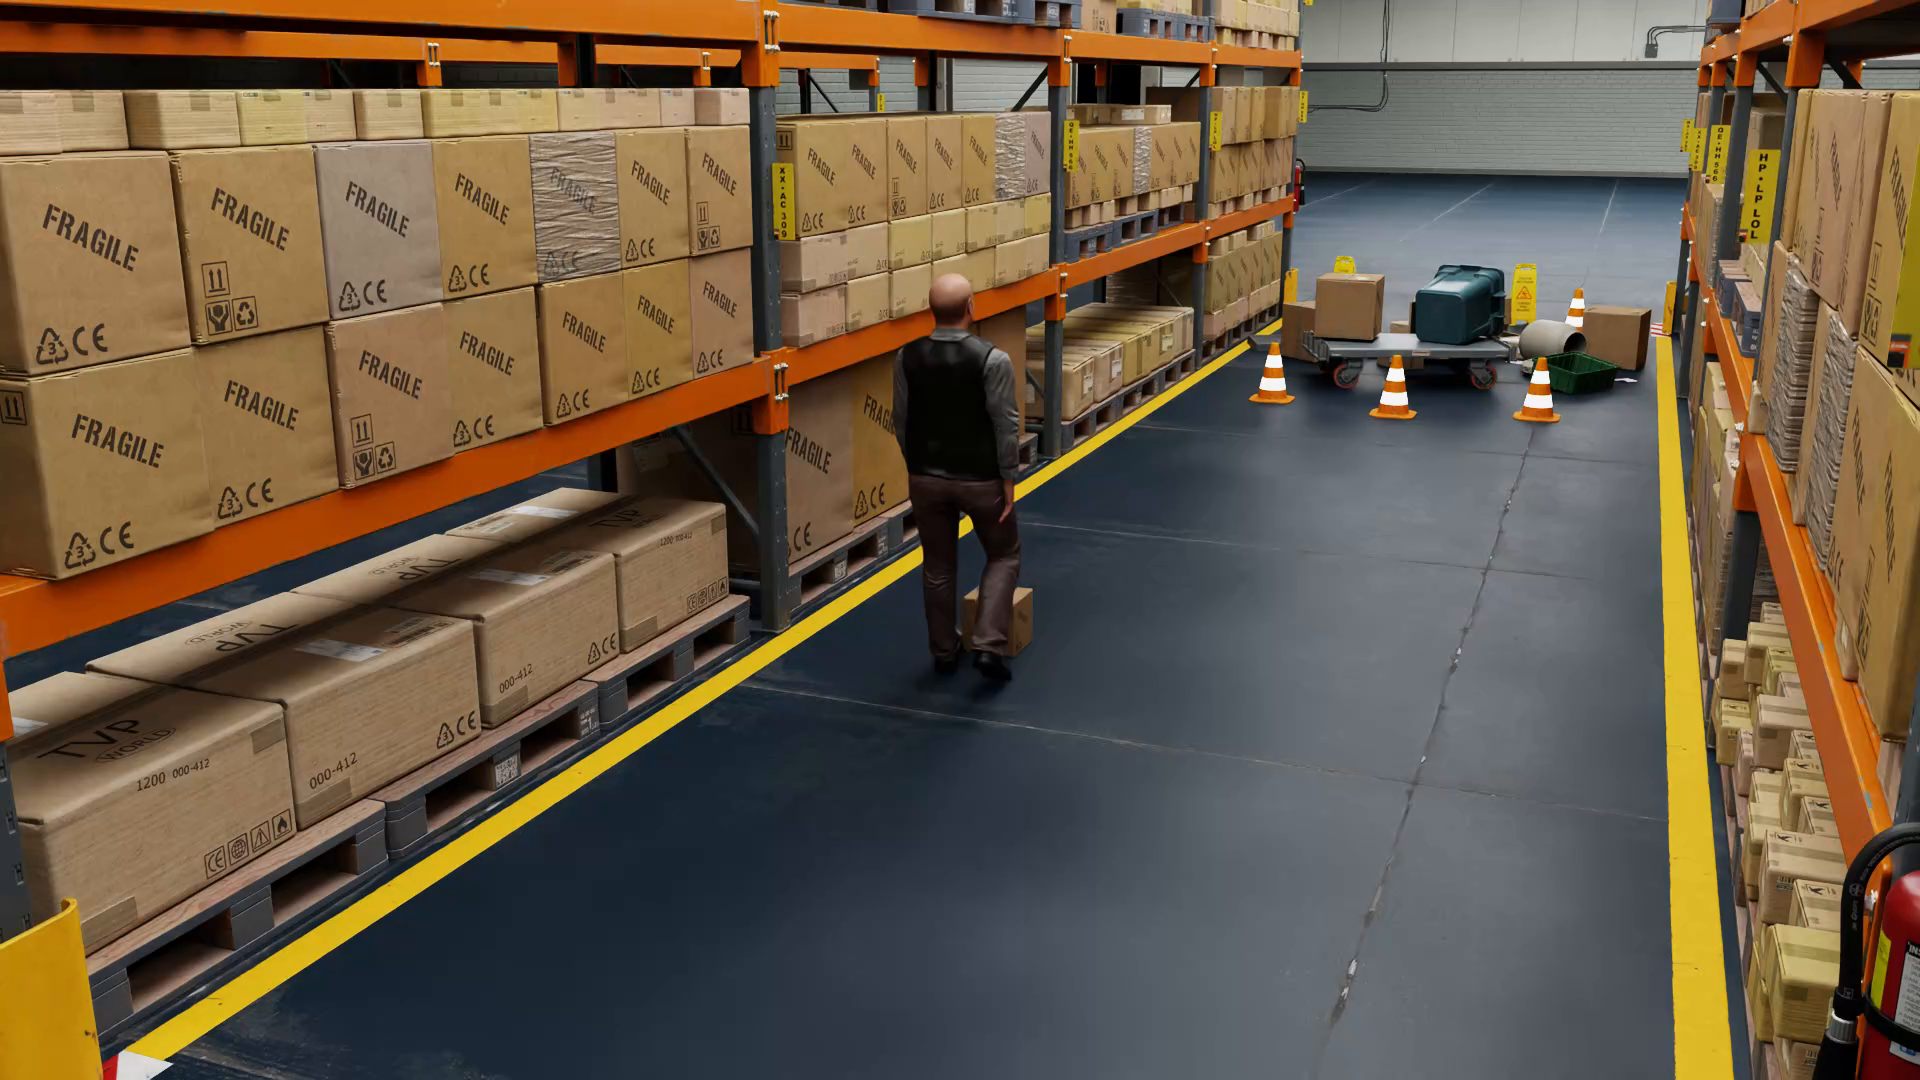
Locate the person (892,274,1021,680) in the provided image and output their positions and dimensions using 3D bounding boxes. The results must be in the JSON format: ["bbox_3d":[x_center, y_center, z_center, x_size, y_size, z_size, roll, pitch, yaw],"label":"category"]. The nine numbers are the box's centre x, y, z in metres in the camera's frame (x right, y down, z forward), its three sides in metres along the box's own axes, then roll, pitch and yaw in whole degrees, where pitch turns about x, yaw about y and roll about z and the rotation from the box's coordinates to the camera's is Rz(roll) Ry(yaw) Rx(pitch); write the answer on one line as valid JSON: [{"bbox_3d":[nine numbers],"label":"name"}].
[{"bbox_3d":[0.009,-0.249,6.971,0.562,1.745,0.521,4,16,16],"label":"person"}]
